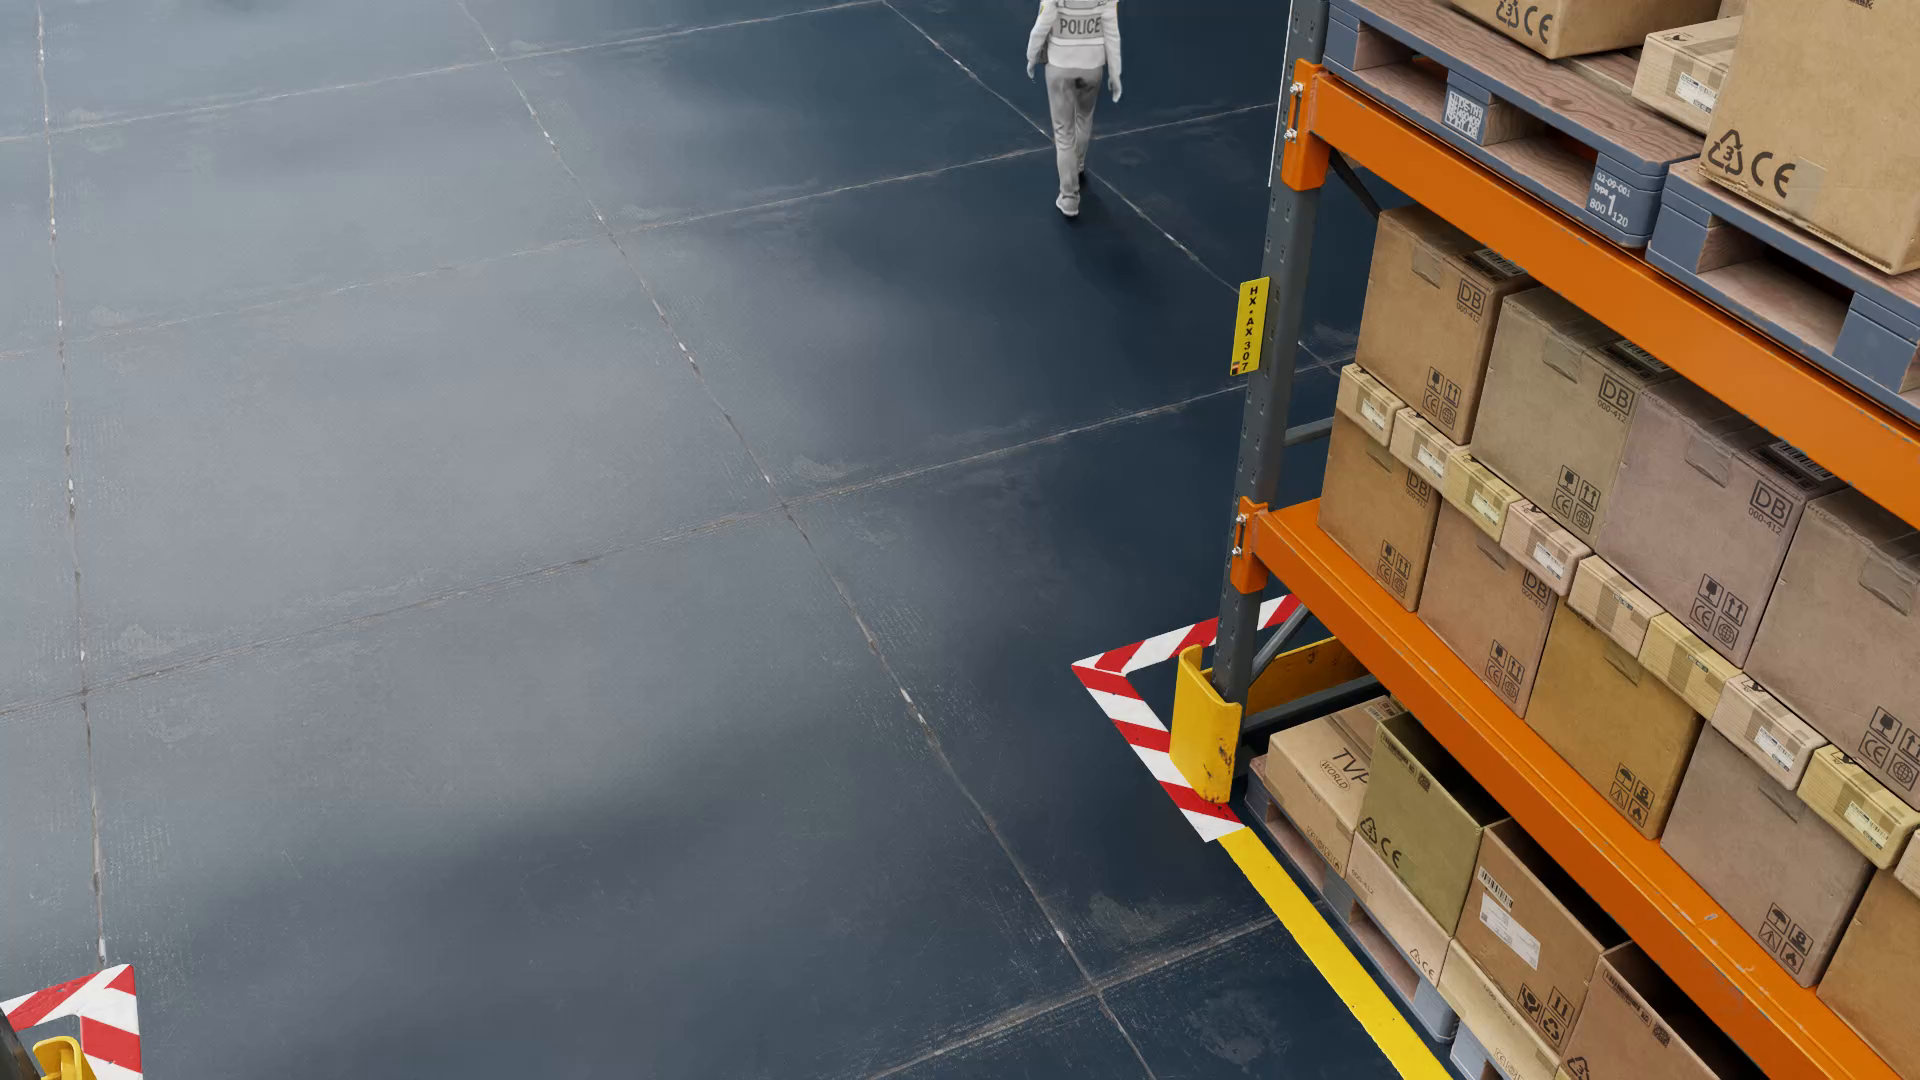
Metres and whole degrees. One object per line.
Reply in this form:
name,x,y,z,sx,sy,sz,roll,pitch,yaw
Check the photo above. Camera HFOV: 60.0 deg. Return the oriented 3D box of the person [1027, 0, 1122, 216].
person,0.645,-2.817,9.792,0.517,1.677,0.831,-7,38,-9
